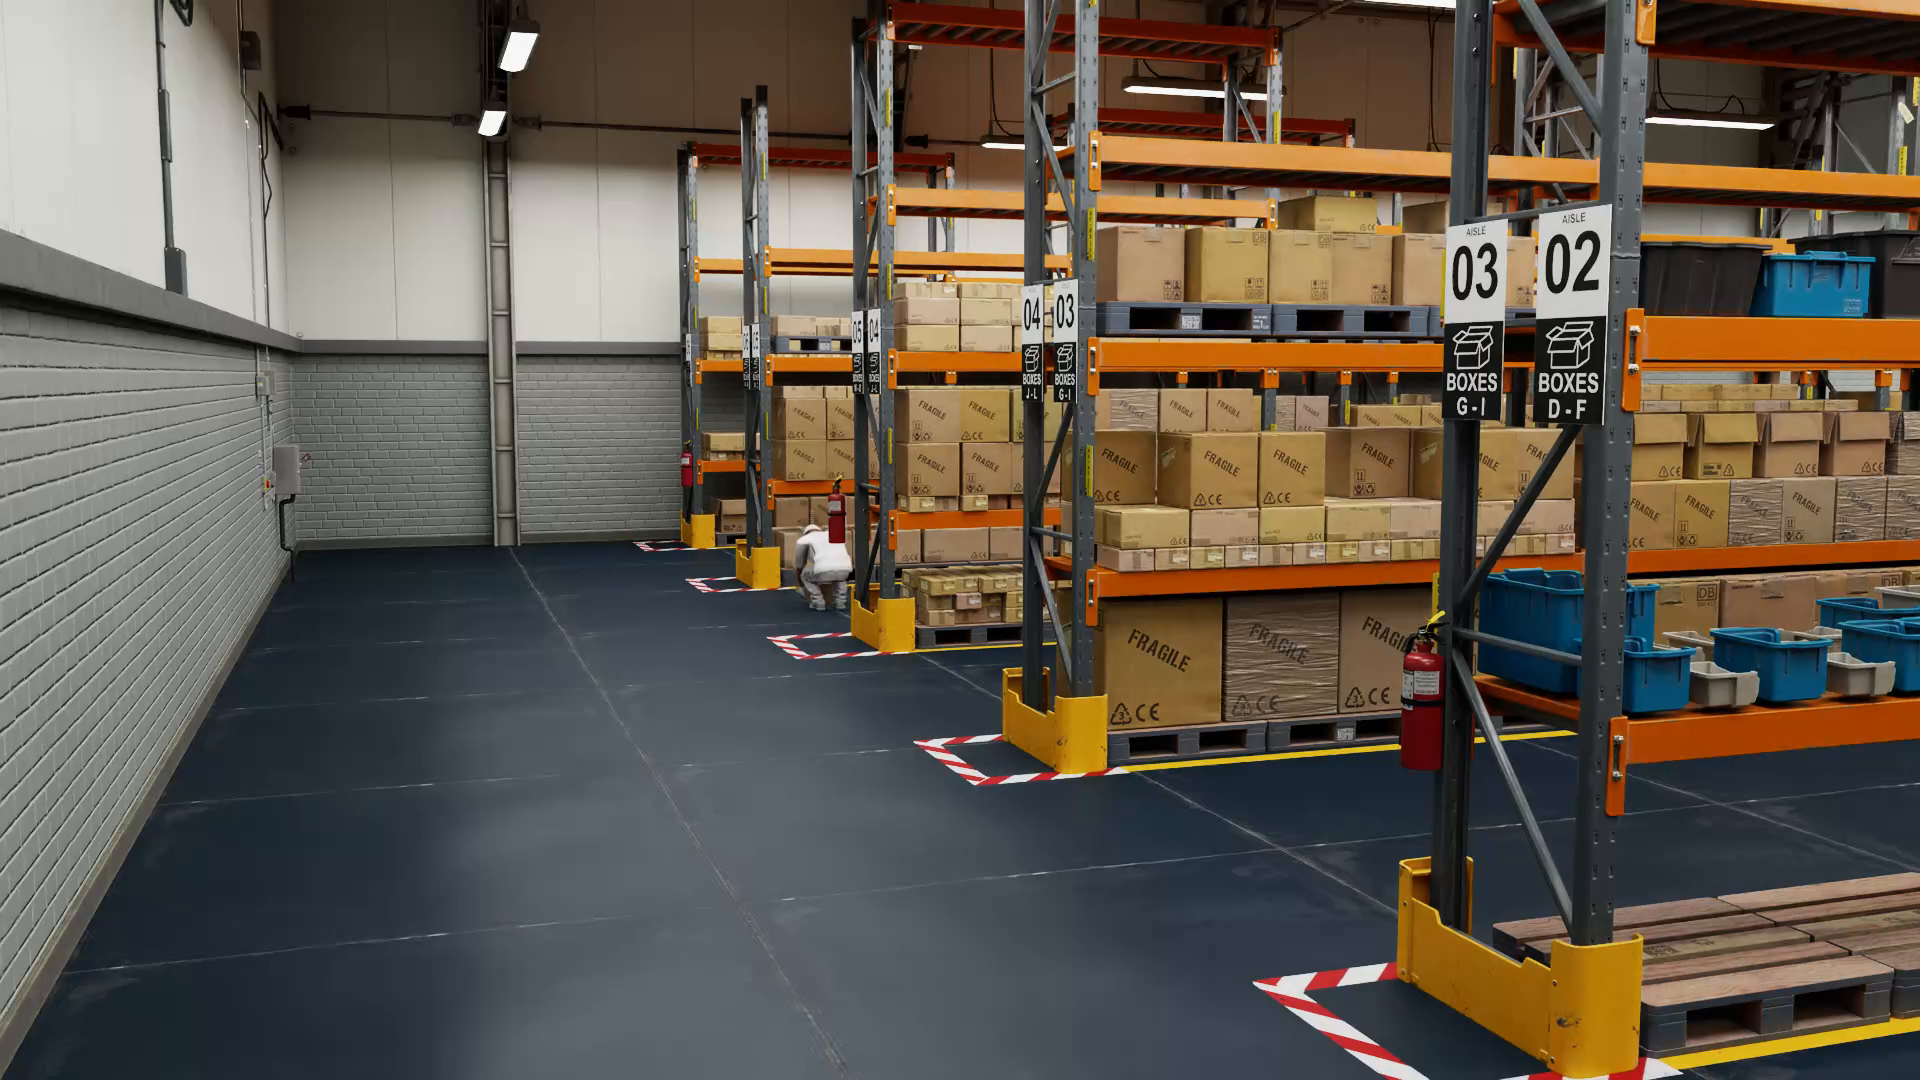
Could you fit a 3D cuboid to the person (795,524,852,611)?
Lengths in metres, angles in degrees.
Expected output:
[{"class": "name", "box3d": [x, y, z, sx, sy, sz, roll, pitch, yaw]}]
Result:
[{"class": "person", "box3d": [-1.527, 0.307, 18.533, 0.568, 0.909, 0.906, -2, 6, -19]}]
